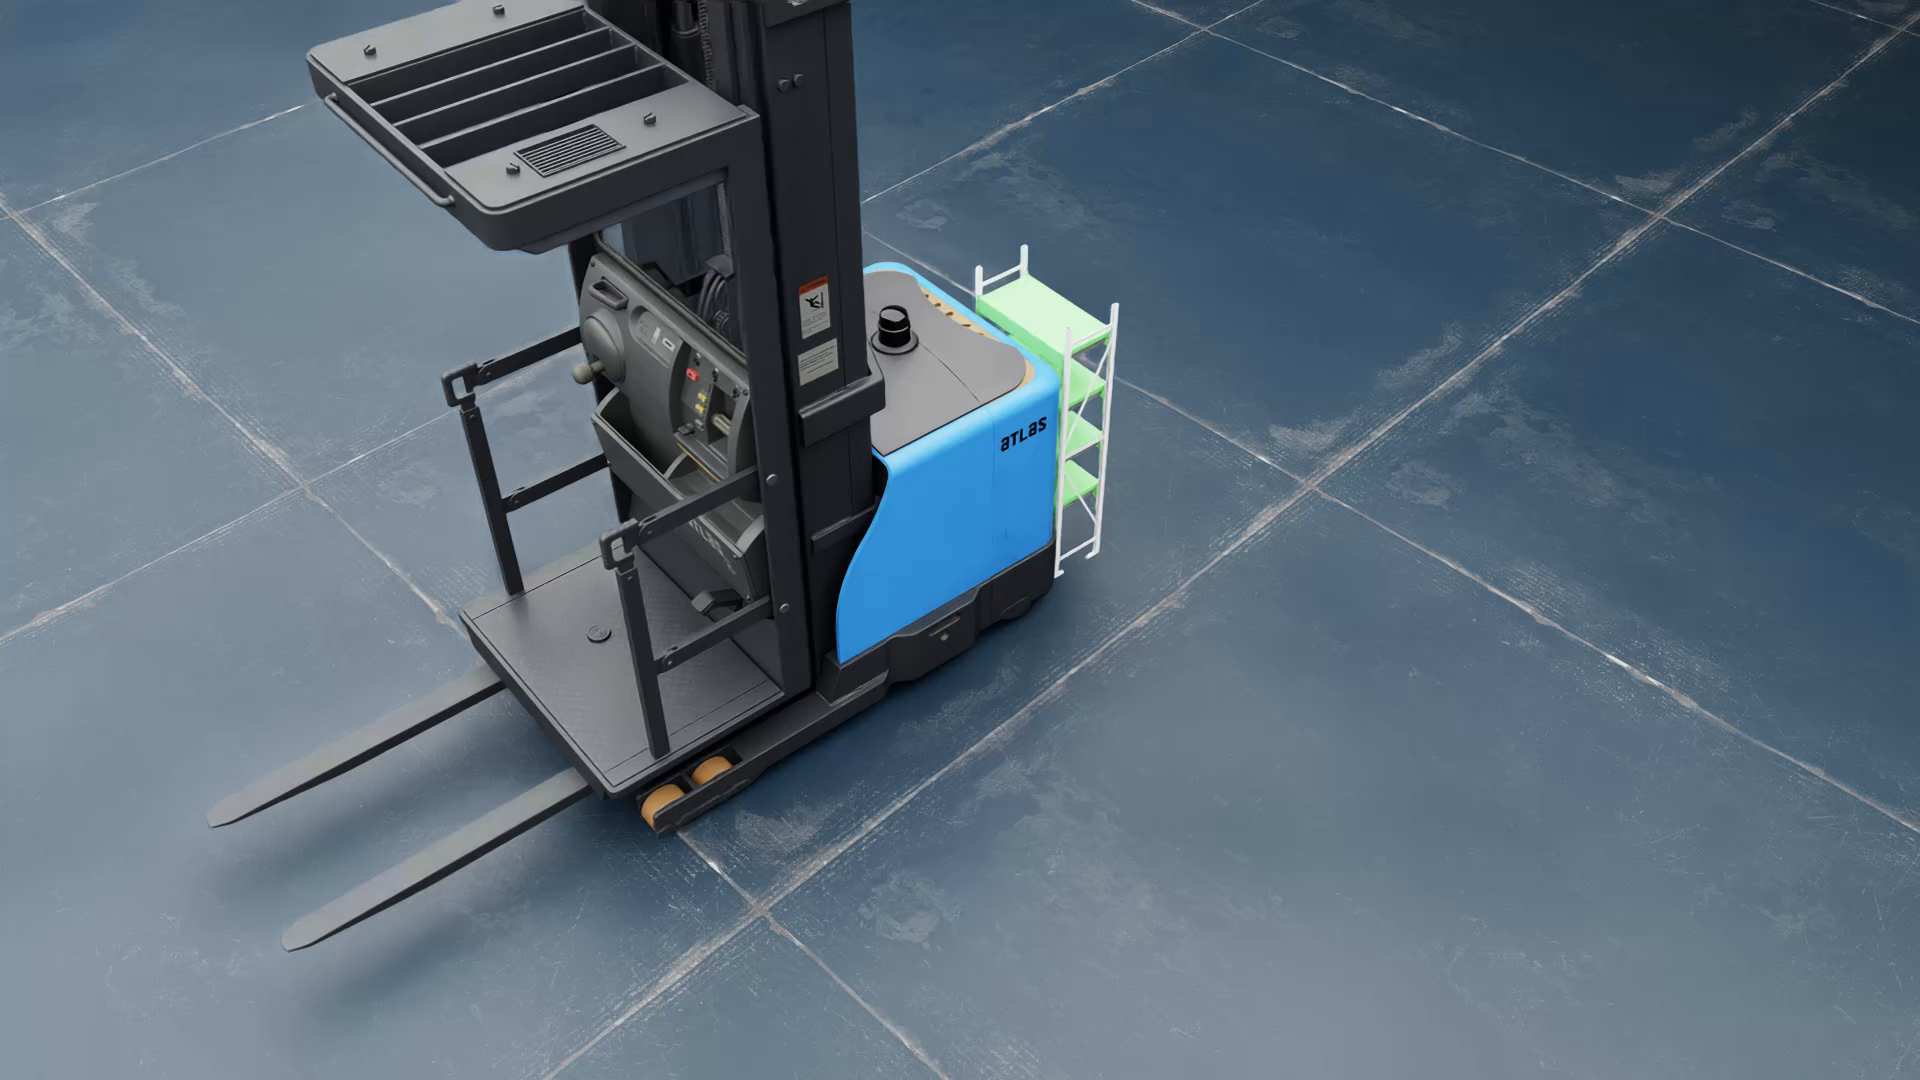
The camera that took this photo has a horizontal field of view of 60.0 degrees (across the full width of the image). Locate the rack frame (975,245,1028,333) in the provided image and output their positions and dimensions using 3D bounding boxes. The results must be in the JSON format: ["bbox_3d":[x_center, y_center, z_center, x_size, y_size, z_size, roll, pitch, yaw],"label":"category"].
[{"bbox_3d":[0.153,-0.599,6.514,0.240,1.200,0.015,-29,50,-28],"label":"rack frame"}]

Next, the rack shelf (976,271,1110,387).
[{"bbox_3d":[0.309,-0.777,6.094,0.258,0.148,0.480,-29,50,-28],"label":"rack shelf"}]

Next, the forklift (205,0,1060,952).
[{"bbox_3d":[-1.093,-0.486,5.116,3.031,2.935,1.130,-29,50,-28],"label":"forklift"}]

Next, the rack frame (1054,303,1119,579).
[{"bbox_3d":[0.463,-0.344,6.237,0.240,1.200,0.015,-29,50,-28],"label":"rack frame"}]

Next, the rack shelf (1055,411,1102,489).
[{"bbox_3d":[0.308,-0.424,6.419,0.258,0.148,0.480,-29,50,-28],"label":"rack shelf"}]

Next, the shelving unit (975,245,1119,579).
[{"bbox_3d":[0.308,-0.471,6.376,0.258,1.200,0.503,-29,50,-28],"label":"shelving unit"}]

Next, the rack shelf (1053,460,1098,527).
[{"bbox_3d":[0.308,-0.248,6.582,0.258,0.148,0.480,-29,50,-28],"label":"rack shelf"}]

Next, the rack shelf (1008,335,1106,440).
[{"bbox_3d":[0.308,-0.601,6.256,0.258,0.148,0.480,-29,50,-28],"label":"rack shelf"}]
